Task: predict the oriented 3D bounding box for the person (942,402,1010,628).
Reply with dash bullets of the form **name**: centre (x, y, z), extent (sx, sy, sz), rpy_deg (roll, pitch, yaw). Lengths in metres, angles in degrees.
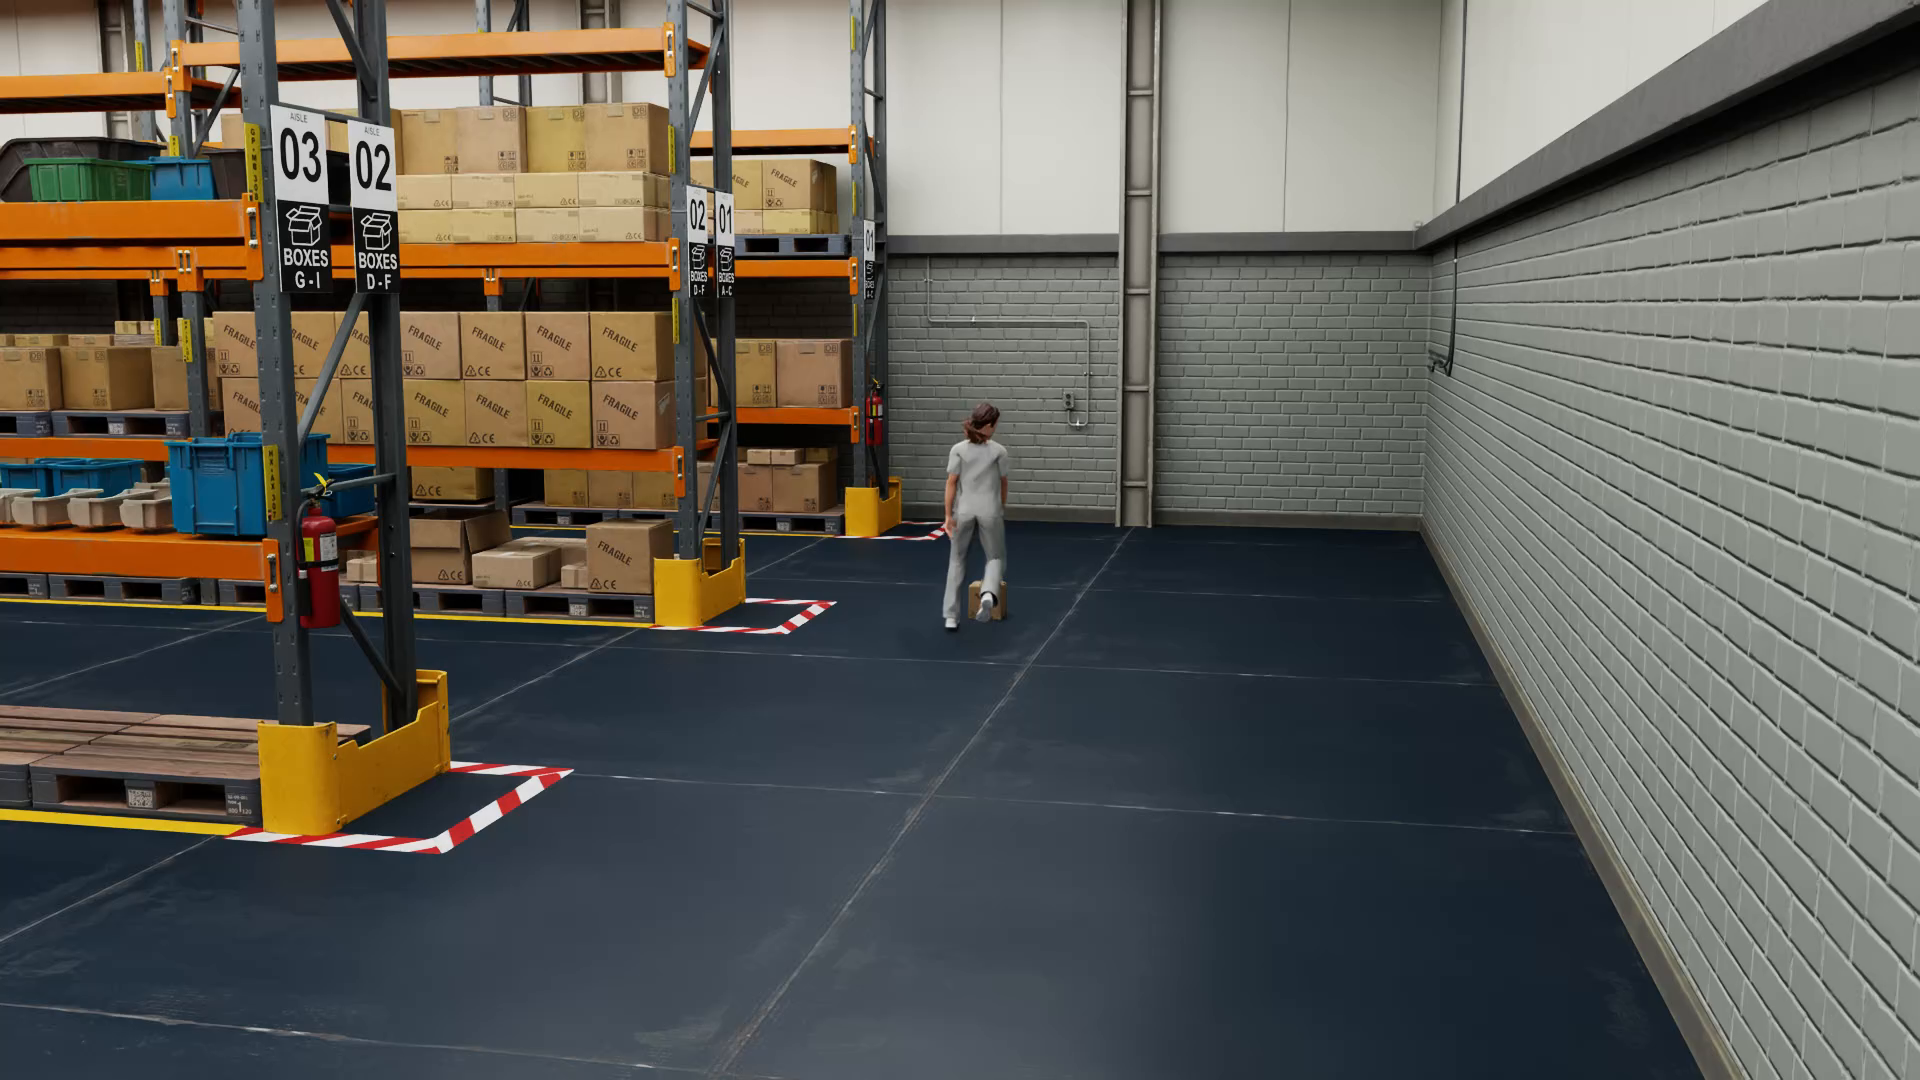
- **person**: centre (0.105, -0.162, 11.891), extent (0.494, 1.640, 0.633), rpy_deg (1, 8, 6)
